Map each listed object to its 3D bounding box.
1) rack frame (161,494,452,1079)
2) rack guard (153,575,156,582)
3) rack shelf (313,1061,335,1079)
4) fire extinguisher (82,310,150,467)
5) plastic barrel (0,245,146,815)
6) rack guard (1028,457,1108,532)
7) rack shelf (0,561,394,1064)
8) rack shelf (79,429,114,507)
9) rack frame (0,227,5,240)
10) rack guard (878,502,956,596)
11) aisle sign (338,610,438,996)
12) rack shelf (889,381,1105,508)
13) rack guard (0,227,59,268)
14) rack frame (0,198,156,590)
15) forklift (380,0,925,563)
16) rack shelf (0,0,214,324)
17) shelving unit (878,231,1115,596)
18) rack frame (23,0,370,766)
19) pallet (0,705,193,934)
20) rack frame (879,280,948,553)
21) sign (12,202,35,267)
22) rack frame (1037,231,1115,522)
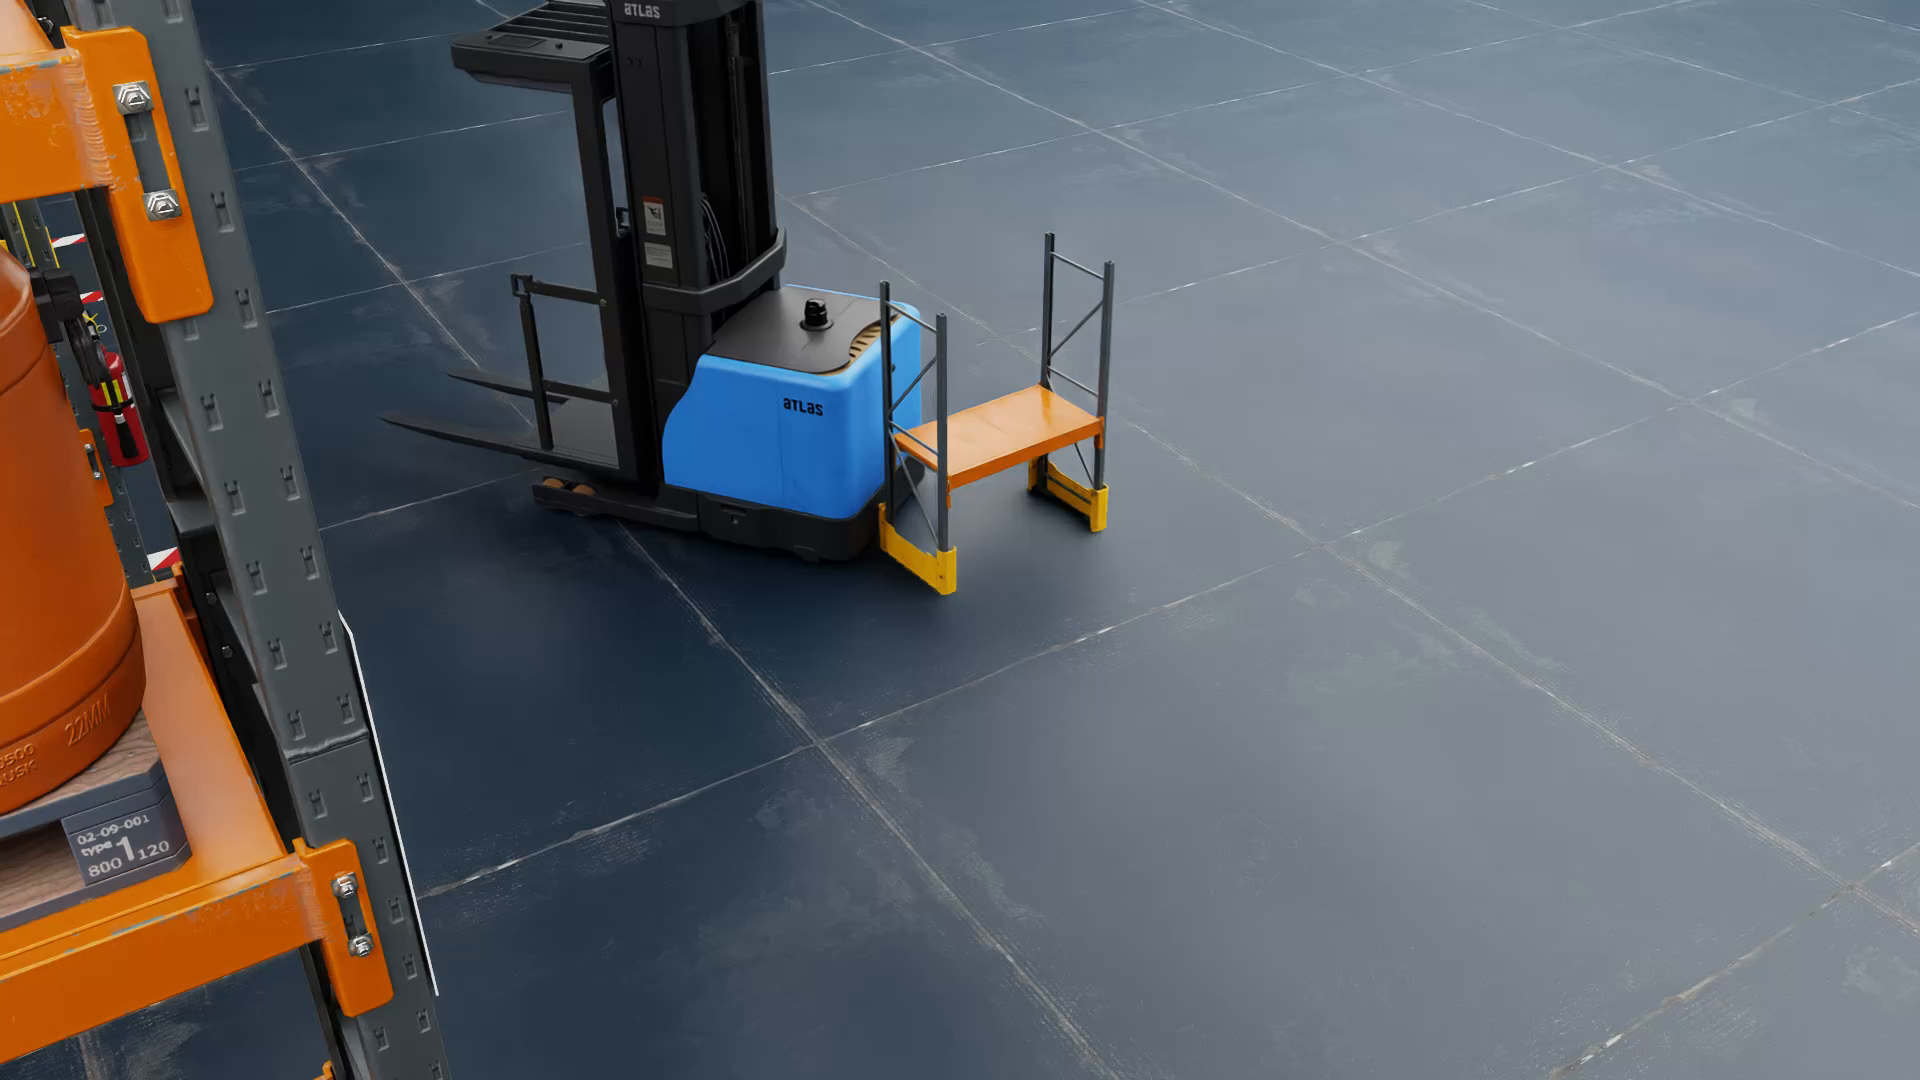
[{"bbox_3d":[-1.257,1.376,3.758,0.127,3.000,1.000,-19,37,-27],"label":"rack frame"},{"bbox_3d":[-4.004,0.234,7.911,0.348,0.500,1.175,-19,37,-27],"label":"rack guard"},{"bbox_3d":[-2.938,2.258,3.033,4.000,0.370,1.077,-19,37,-27],"label":"rack shelf"},{"bbox_3d":[-3.595,-0.639,7.024,0.183,0.674,0.296,-19,37,-27],"label":"fire extinguisher"},{"bbox_3d":[-1.597,-0.055,2.418,0.708,0.830,0.600,-19,37,-27],"label":"plastic barrel"},{"bbox_3d":[0.576,-0.282,8.962,0.087,0.250,0.587,-22,38,-31],"label":"rack guard"},{"bbox_3d":[-2.938,0.989,2.233,4.000,0.370,1.077,-19,37,-27],"label":"rack shelf"},{"bbox_3d":[-5.622,0.037,6.554,4.000,0.370,1.077,-19,37,-27],"label":"rack shelf"},{"bbox_3d":[-6.543,-3.099,10.851,0.127,3.000,1.000,-19,37,-27],"label":"rack frame"},{"bbox_3d":[-0.220,0.038,8.456,0.087,0.250,0.587,-22,38,-31],"label":"rack guard"},{"bbox_3d":[-1.036,0.388,2.886,0.004,0.787,0.394,-19,37,-27],"label":"aisle sign"},{"bbox_3d":[0.185,-0.501,8.476,1.000,0.185,0.538,-22,38,-31],"label":"rack shelf"},{"bbox_3d":[-6.523,-2.049,11.529,0.348,0.500,1.175,-19,37,-27],"label":"rack guard"},{"bbox_3d":[-3.941,-0.845,7.279,0.127,3.000,1.000,-19,37,-27],"label":"rack frame"},{"bbox_3d":[-1.763,-1.613,8.560,3.031,2.935,1.130,12,34,18],"label":"forklift"},{"bbox_3d":[-2.938,-0.110,1.539,4.000,0.370,1.077,-19,37,-27],"label":"rack shelf"},{"bbox_3d":[0.178,-0.651,8.376,1.083,1.500,0.587,-22,38,-31],"label":"shelving unit"},{"bbox_3d":[-1.257,-1.162,2.157,0.127,3.000,1.000,-19,37,-27],"label":"rack frame"},{"bbox_3d":[-2.005,0.382,2.698,1.213,0.211,1.003,-19,37,-27],"label":"pallet"},{"bbox_3d":[-0.221,-0.490,8.122,0.032,1.500,0.500,-22,38,-31],"label":"rack frame"},{"bbox_3d":[-3.657,-1.214,6.482,0.005,0.325,0.100,-19,37,-27],"label":"sign"},{"bbox_3d":[0.592,-0.817,8.639,0.032,1.500,0.500,-22,38,-31],"label":"rack frame"}]
